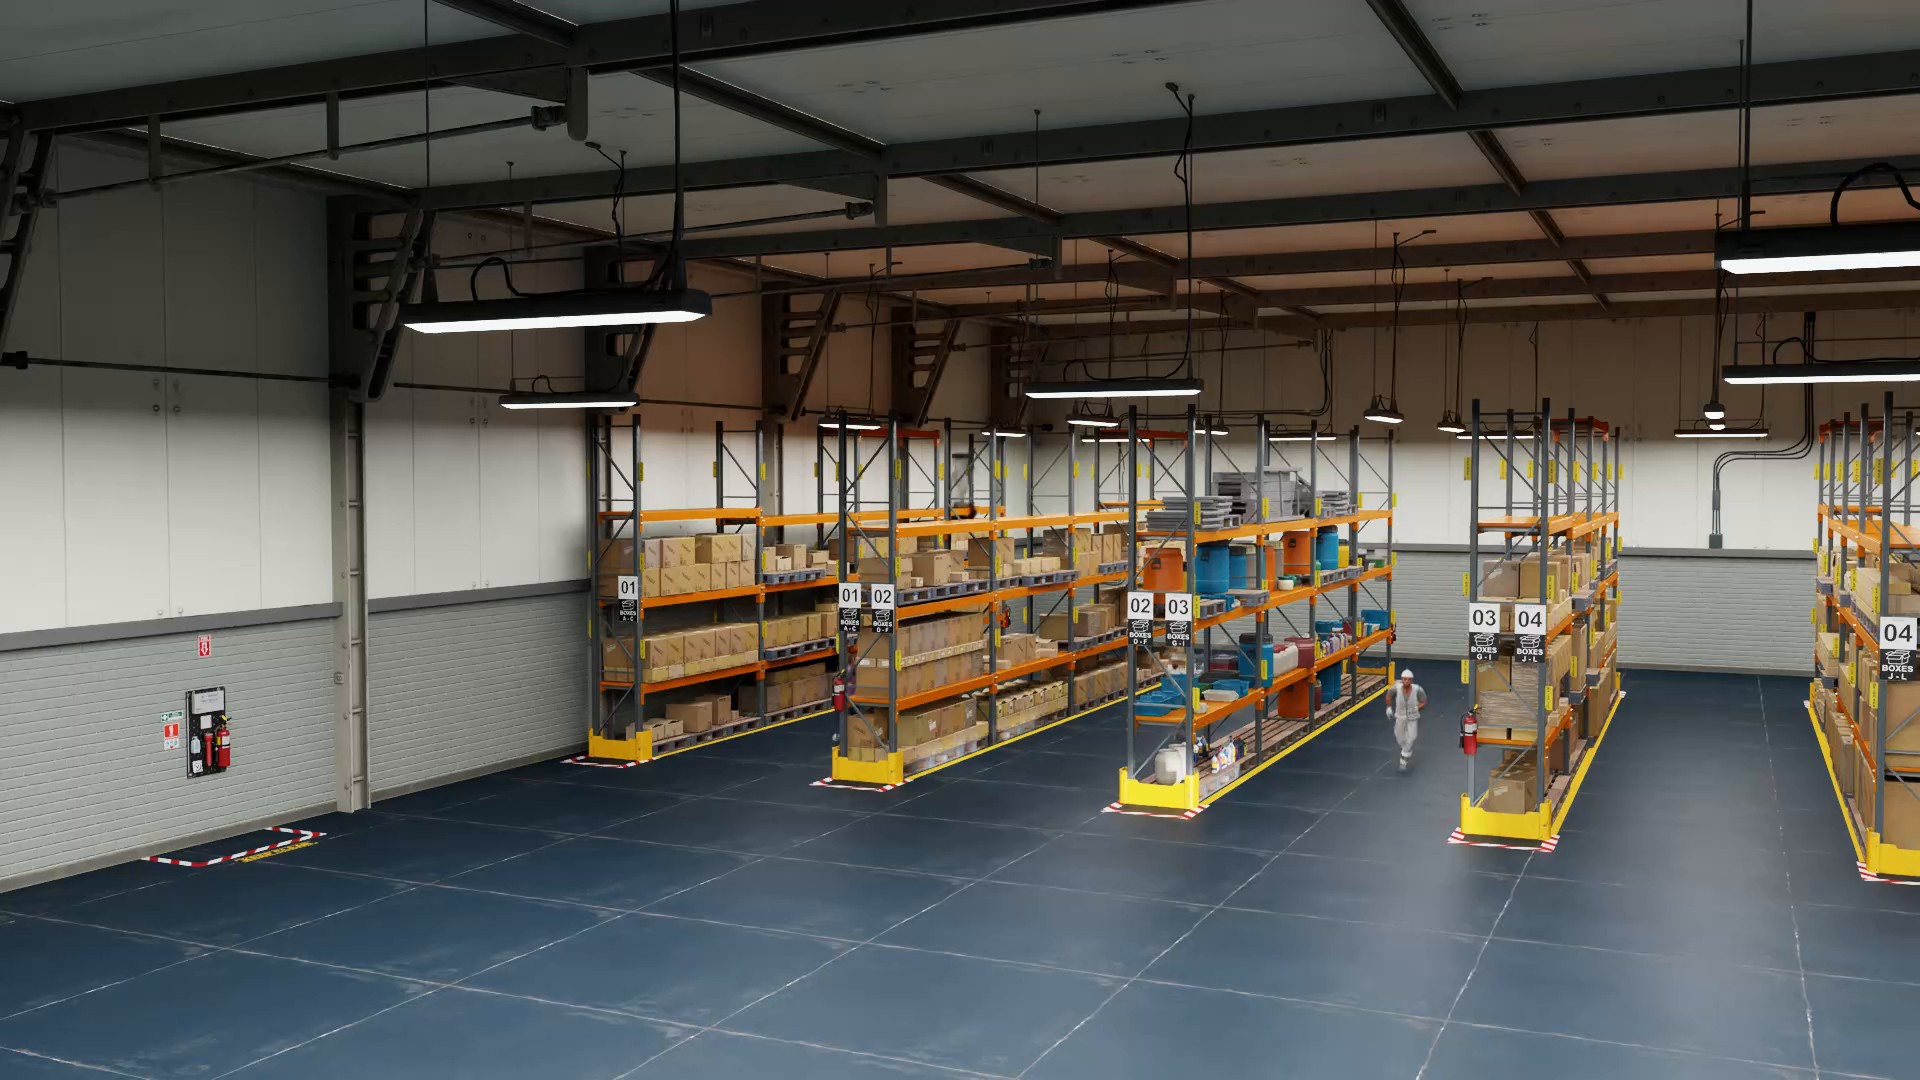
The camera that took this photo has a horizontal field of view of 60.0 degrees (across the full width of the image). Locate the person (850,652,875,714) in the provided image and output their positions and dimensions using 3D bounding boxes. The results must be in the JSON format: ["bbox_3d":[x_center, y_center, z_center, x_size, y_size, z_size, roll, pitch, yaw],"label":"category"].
[{"bbox_3d":[-1.664,2.900,30.869,0.725,1.736,1.000,1,3,24],"label":"person"}]

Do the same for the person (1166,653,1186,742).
[{"bbox_3d":[4.072,2.908,30.972,0.569,1.667,0.906,1,3,21],"label":"person"}]

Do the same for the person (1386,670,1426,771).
[{"bbox_3d":[7.471,3.014,27.851,0.652,1.707,0.744,1,2,13],"label":"person"}]

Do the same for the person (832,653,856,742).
[{"bbox_3d":[-2.104,2.915,31.143,0.541,1.626,0.812,1,3,24],"label":"person"}]
